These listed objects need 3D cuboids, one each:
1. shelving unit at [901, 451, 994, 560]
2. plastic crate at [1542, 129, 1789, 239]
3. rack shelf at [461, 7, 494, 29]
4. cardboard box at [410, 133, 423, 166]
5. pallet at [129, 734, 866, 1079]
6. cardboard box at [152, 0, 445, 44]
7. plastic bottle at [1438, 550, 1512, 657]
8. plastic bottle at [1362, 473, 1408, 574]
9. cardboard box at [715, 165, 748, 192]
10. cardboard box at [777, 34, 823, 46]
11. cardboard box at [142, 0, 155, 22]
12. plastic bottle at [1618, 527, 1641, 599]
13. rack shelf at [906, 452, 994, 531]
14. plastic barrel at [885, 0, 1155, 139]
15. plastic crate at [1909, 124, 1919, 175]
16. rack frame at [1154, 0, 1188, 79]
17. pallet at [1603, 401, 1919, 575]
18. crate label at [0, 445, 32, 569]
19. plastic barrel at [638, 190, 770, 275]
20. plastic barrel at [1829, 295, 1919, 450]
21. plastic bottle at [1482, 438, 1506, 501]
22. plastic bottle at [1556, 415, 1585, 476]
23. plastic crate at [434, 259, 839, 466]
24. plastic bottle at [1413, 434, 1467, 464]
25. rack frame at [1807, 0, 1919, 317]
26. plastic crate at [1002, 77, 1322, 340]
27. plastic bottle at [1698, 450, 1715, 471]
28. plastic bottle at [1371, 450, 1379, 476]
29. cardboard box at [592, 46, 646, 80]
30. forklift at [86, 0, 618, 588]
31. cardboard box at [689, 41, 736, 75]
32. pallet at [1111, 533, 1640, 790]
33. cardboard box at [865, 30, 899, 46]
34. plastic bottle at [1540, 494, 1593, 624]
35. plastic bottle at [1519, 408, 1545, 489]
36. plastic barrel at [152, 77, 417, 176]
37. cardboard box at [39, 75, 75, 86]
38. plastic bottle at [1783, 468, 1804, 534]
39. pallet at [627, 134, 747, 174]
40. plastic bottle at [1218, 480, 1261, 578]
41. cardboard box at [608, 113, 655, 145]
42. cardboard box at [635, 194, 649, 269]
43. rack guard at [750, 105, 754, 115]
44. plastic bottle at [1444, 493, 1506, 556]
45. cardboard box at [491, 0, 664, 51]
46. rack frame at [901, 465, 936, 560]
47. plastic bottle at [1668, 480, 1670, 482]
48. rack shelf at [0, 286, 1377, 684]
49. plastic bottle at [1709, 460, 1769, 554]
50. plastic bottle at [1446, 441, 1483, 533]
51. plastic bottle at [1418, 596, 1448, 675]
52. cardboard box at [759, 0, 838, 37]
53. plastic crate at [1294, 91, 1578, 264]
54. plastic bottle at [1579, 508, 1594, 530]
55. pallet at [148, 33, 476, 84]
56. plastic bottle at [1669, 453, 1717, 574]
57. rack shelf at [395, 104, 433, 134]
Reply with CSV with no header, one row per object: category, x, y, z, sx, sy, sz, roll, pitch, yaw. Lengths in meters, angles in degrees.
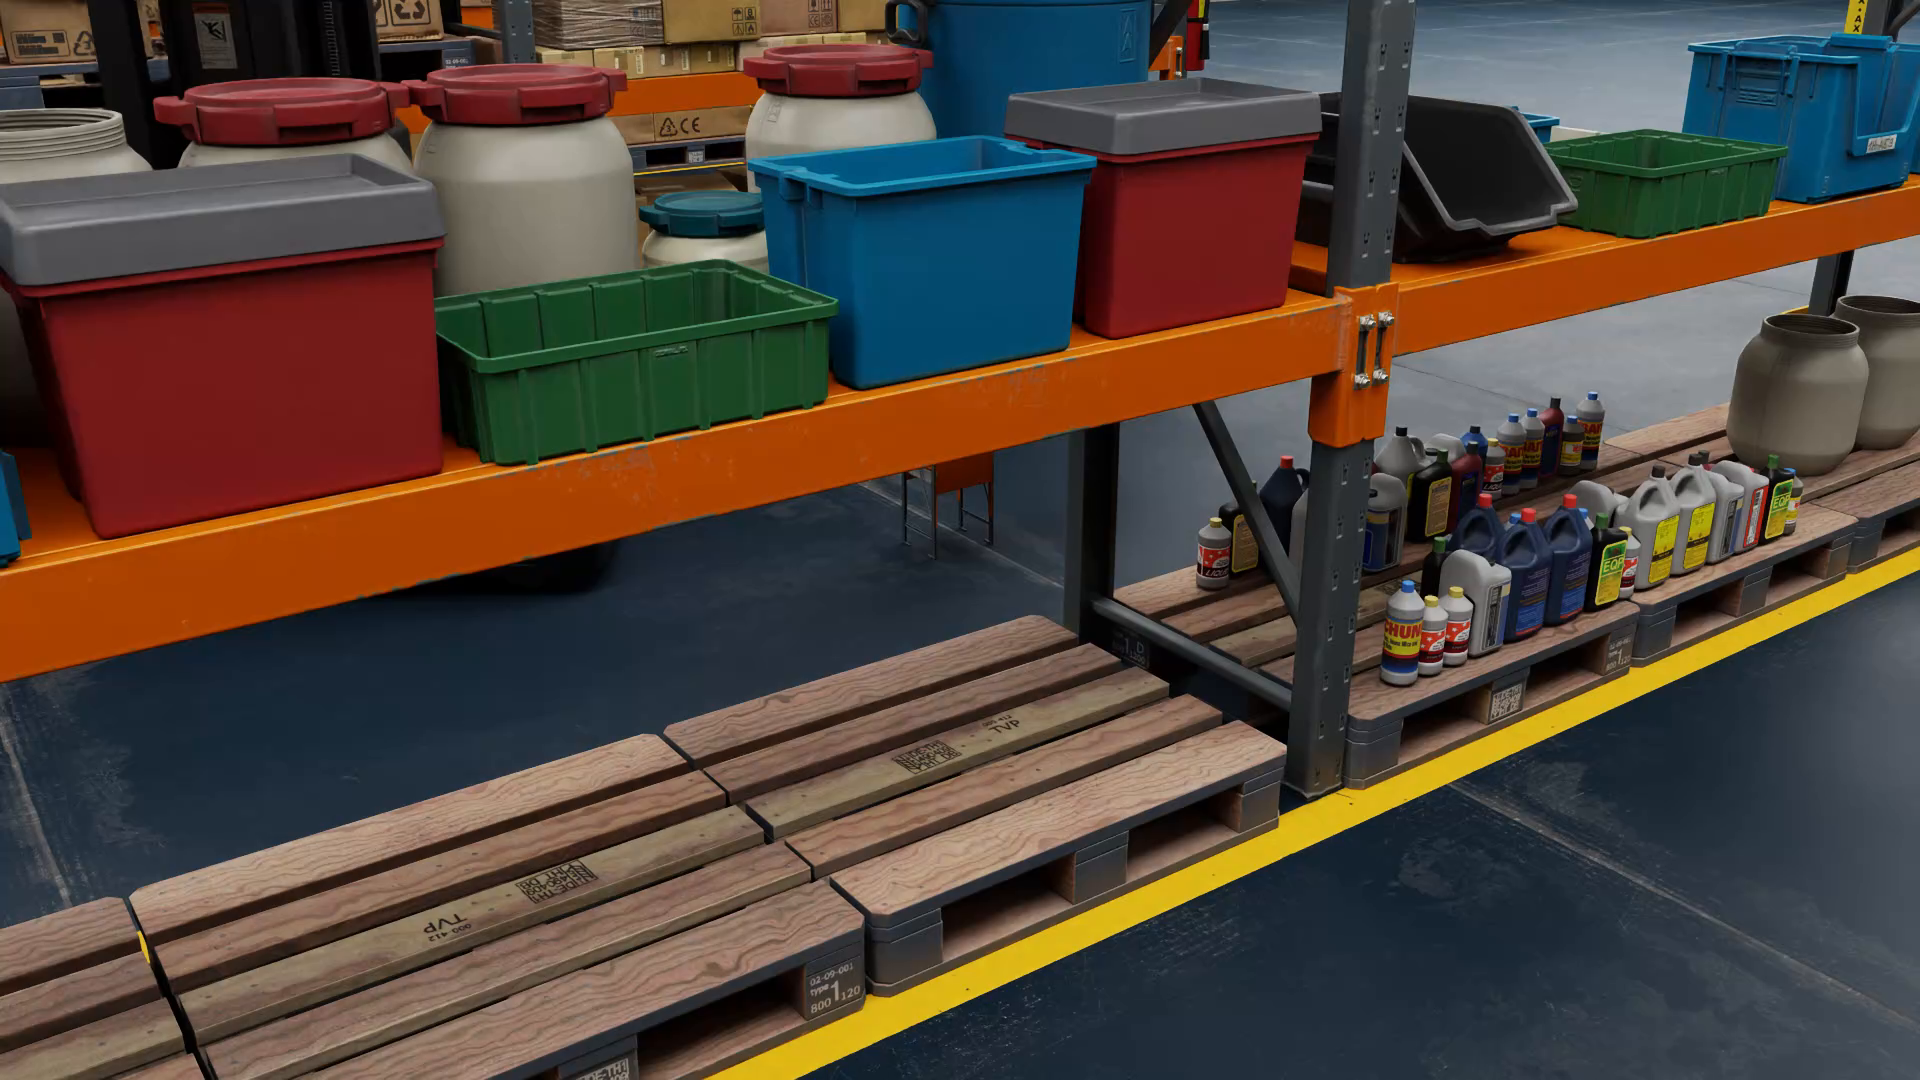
shelving unit,-0.043,-0.476,5.673,0.252,1.050,0.215,-15,26,-33
plastic crate,1.910,-1.000,4.642,0.662,0.188,0.450,-15,26,-33
rack shelf,-3.440,-3.993,12.826,4.000,0.370,1.077,-15,26,-33
cardboard box,-4.512,-3.217,12.212,0.875,0.875,0.875,-14,26,-32
pallet,-0.962,0.853,3.475,1.213,0.211,1.003,-15,26,-33
cardboard box,-2.976,-2.724,7.299,1.000,1.000,1.000,-15,26,-33
plastic bottle,1.405,0.156,4.541,0.135,0.276,0.152,-14,26,-31
plastic bottle,1.261,-0.058,5.075,0.135,0.276,0.152,-15,26,-33
cardboard box,-0.982,-1.773,9.098,0.500,0.500,0.500,-18,28,-37
cardboard box,-0.899,-2.497,8.446,0.250,0.149,0.380,-15,26,-33
cardboard box,-5.331,-3.747,11.104,0.500,0.500,0.500,-15,26,-33
plastic bottle,1.938,0.061,4.879,0.097,0.201,0.097,0,22,0
rack shelf,-0.043,-0.208,5.780,0.240,0.259,0.215,-15,26,-33
plastic barrel,0.153,-1.130,4.005,0.708,0.901,0.600,-15,26,-33
plastic crate,3.128,-1.349,5.431,0.408,0.251,0.499,-15,26,-33
rack frame,0.998,-3.246,9.983,0.127,3.000,1.000,-15,26,-33
pallet,3.194,-0.256,6.252,1.213,0.211,1.003,-15,26,-33
crate label,-1.639,-0.174,2.238,0.616,0.435,0.502,-15,26,-33
plastic barrel,-0.520,-0.585,3.502,0.301,0.262,0.301,0,22,0
plastic barrel,3.401,-0.630,6.217,0.421,0.512,0.421,0,22,0
plastic bottle,1.797,-0.244,5.643,0.097,0.201,0.097,0,22,0
plastic bottle,2.153,-0.339,5.881,0.097,0.201,0.097,0,22,0
plastic crate,-0.605,-0.330,2.961,0.662,0.188,0.450,-15,26,-33
plastic bottle,1.550,-0.201,5.433,0.135,0.276,0.152,-14,26,-32
rack frame,3.890,-1.756,6.249,0.127,3.000,1.000,-15,26,-33
plastic crate,0.429,-0.723,3.574,0.583,0.464,0.402,-15,26,-33
plastic bottle,2.372,-0.155,5.308,0.133,0.283,0.061,-15,26,-33
plastic bottle,1.262,-0.148,5.291,0.133,0.283,0.061,-13,25,-29
cardboard box,-1.688,-2.269,7.875,0.250,0.149,0.380,-15,26,-33
forklift,-2.689,-1.367,5.368,3.031,2.935,1.130,0,22,0
cardboard box,-1.304,-2.389,8.175,0.250,0.149,0.380,-15,26,-33
pallet,1.213,0.272,4.929,1.213,0.211,1.003,-15,26,-33
cardboard box,-0.513,-2.616,8.743,0.250,0.149,0.380,-15,26,-33
plastic bottle,1.694,0.045,4.716,0.185,0.351,0.144,-16,27,-35
plastic bottle,1.959,-0.320,5.738,0.097,0.271,0.097,0,22,0
plastic barrel,-1.208,-0.559,3.068,0.433,0.535,0.433,0,22,0
cardboard box,-6.300,-2.675,11.022,0.750,0.750,1.050,-15,26,-33
plastic bottle,2.656,-0.131,5.359,0.097,0.201,0.097,0,22,0
pallet,-2.420,-3.268,13.801,1.213,0.211,1.003,-15,26,-33
plastic bottle,0.841,-0.036,5.011,0.133,0.283,0.061,-13,25,-30
cardboard box,-3.042,-3.610,13.197,0.875,0.875,0.875,-15,26,-34
cardboard box,-1.901,-1.489,8.385,0.500,0.500,0.500,-16,27,-34
rack guard,-1.797,-3.604,14.254,0.348,0.500,1.175,-15,26,-33
plastic bottle,1.457,0.043,4.722,0.185,0.351,0.144,-15,26,-33
cardboard box,-1.848,-2.643,7.937,0.500,0.500,0.875,-15,26,-33
rack frame,-0.142,-0.450,5.607,0.008,1.050,0.200,-15,26,-33
plastic bottle,2.235,-0.088,5.252,0.097,0.201,0.097,0,22,0
rack shelf,-0.980,-0.123,3.128,4.000,0.370,1.077,-15,26,-33
plastic bottle,2.435,-0.119,5.229,0.135,0.276,0.152,-15,26,-32
plastic bottle,1.613,-0.172,5.352,0.133,0.283,0.061,-15,26,-33
plastic bottle,1.241,0.246,4.414,0.097,0.201,0.097,0,22,0
cardboard box,-1.074,-2.879,8.529,0.500,0.500,0.875,-15,26,-33
plastic crate,1.143,-0.936,4.279,0.504,0.338,0.767,-15,26,-33
plastic bottle,1.792,0.039,4.839,0.097,0.271,0.097,0,22,0
pallet,-2.954,-2.169,7.544,1.213,0.211,1.003,-15,26,-33
plastic bottle,2.190,-0.087,5.047,0.185,0.351,0.144,-14,26,-31
rack shelf,-3.873,-1.613,6.862,4.000,0.370,1.077,-15,26,-33
